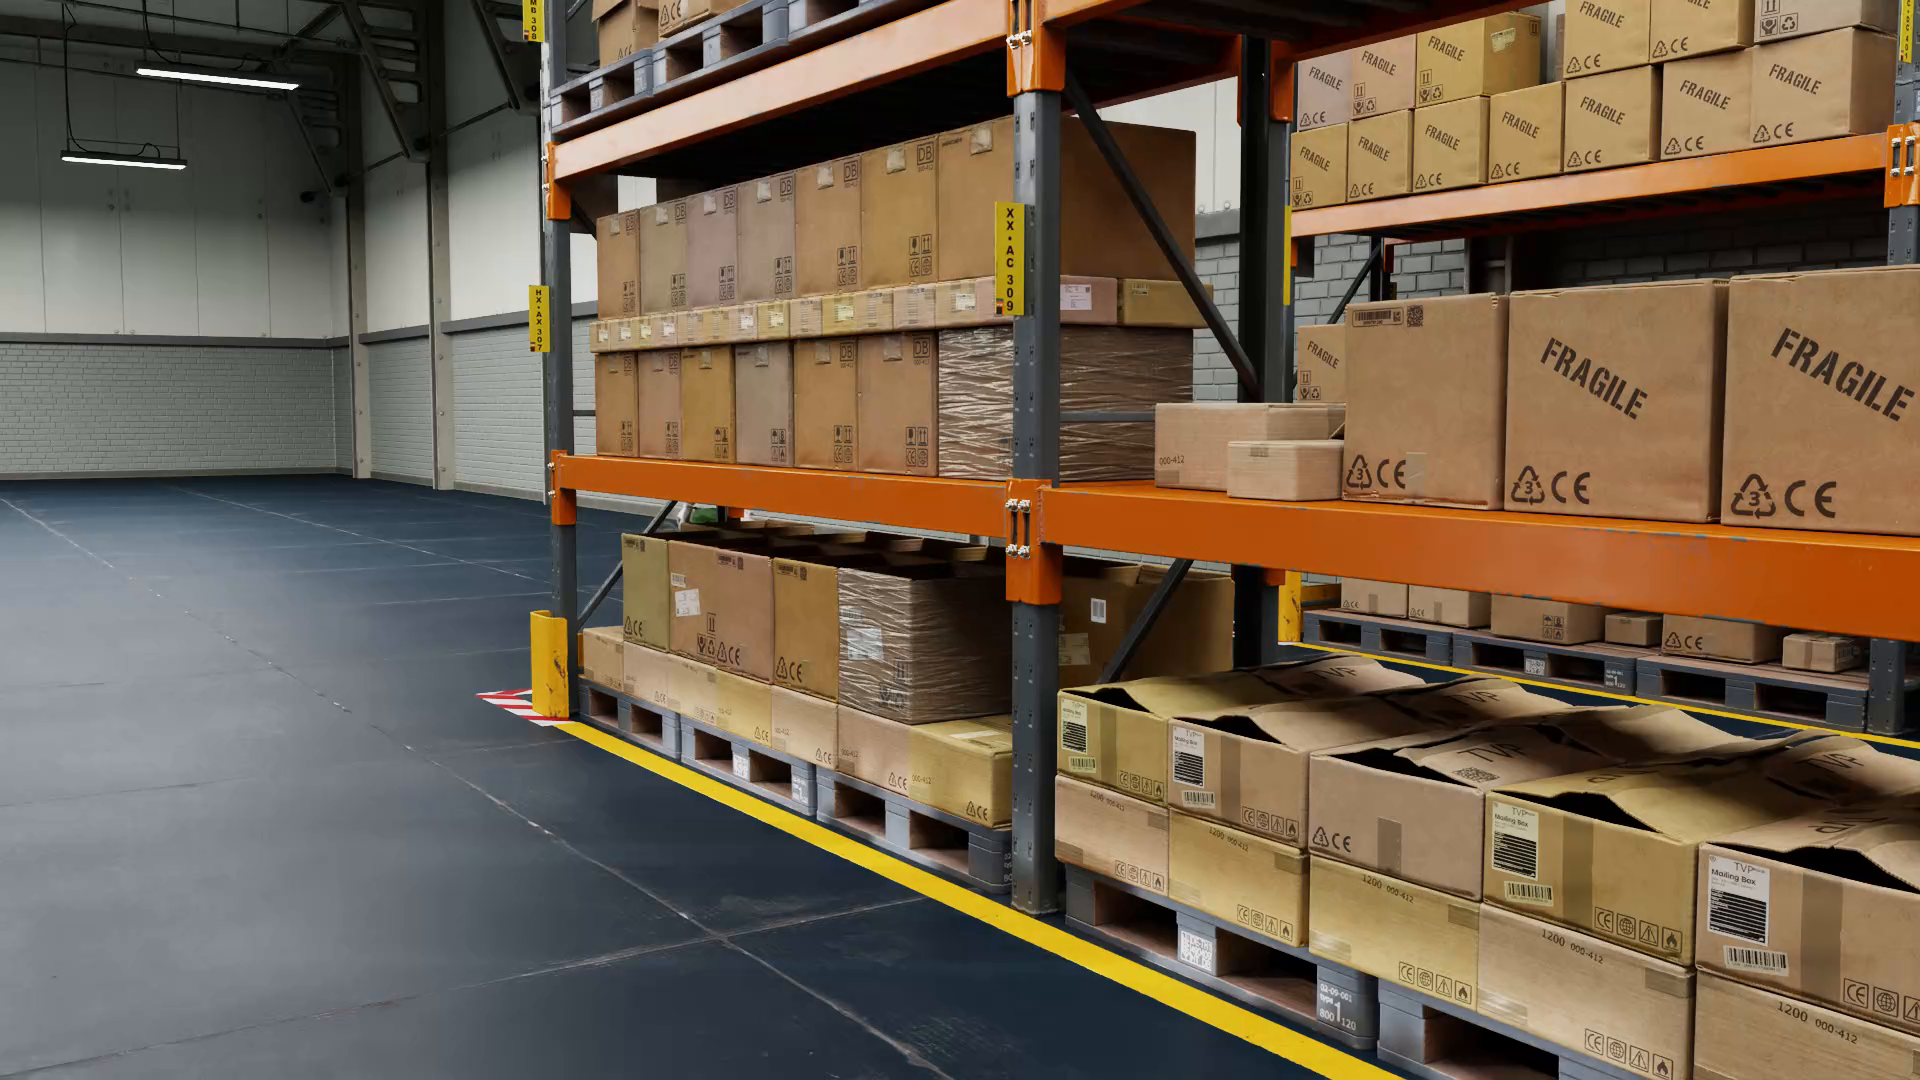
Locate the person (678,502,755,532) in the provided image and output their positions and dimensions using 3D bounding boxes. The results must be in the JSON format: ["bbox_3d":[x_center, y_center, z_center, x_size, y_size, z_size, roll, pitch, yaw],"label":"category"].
[{"bbox_3d":[-1.464,-0.145,9.975,0.619,1.779,0.454,4,6,43],"label":"person"}]
